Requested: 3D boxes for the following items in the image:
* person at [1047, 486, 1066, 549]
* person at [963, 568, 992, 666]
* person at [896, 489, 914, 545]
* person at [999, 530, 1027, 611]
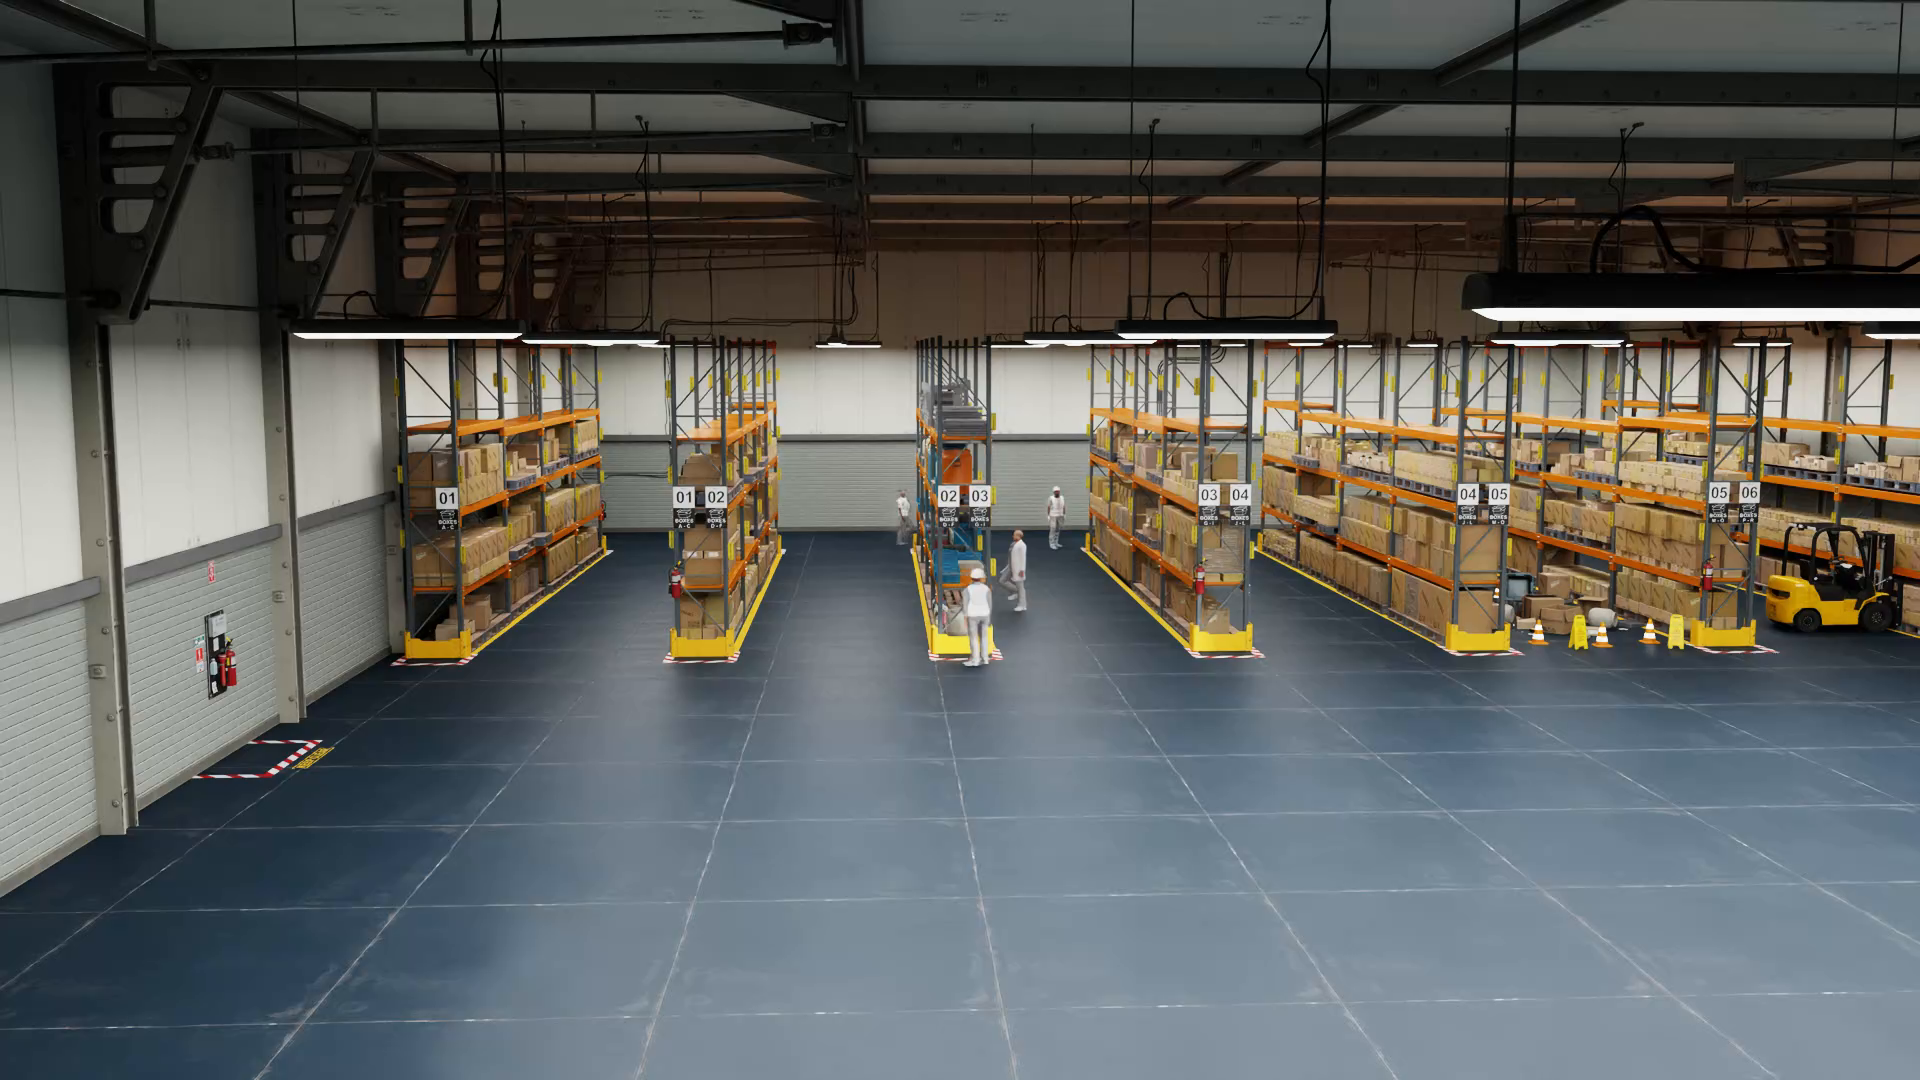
[{"bbox_3d":[2.856,-0.664,48.459,0.571,1.809,0.477,-4,8,-32],"label":"person"},{"bbox_3d":[0.310,1.410,30.314,0.549,1.806,0.390,-2,7,-18],"label":"person"},{"bbox_3d":[-1.632,-0.667,48.977,0.495,1.695,0.495,1,7,7],"label":"person"},{"bbox_3d":[1.211,0.664,36.672,0.526,1.772,0.676,-3,7,-26],"label":"person"}]
